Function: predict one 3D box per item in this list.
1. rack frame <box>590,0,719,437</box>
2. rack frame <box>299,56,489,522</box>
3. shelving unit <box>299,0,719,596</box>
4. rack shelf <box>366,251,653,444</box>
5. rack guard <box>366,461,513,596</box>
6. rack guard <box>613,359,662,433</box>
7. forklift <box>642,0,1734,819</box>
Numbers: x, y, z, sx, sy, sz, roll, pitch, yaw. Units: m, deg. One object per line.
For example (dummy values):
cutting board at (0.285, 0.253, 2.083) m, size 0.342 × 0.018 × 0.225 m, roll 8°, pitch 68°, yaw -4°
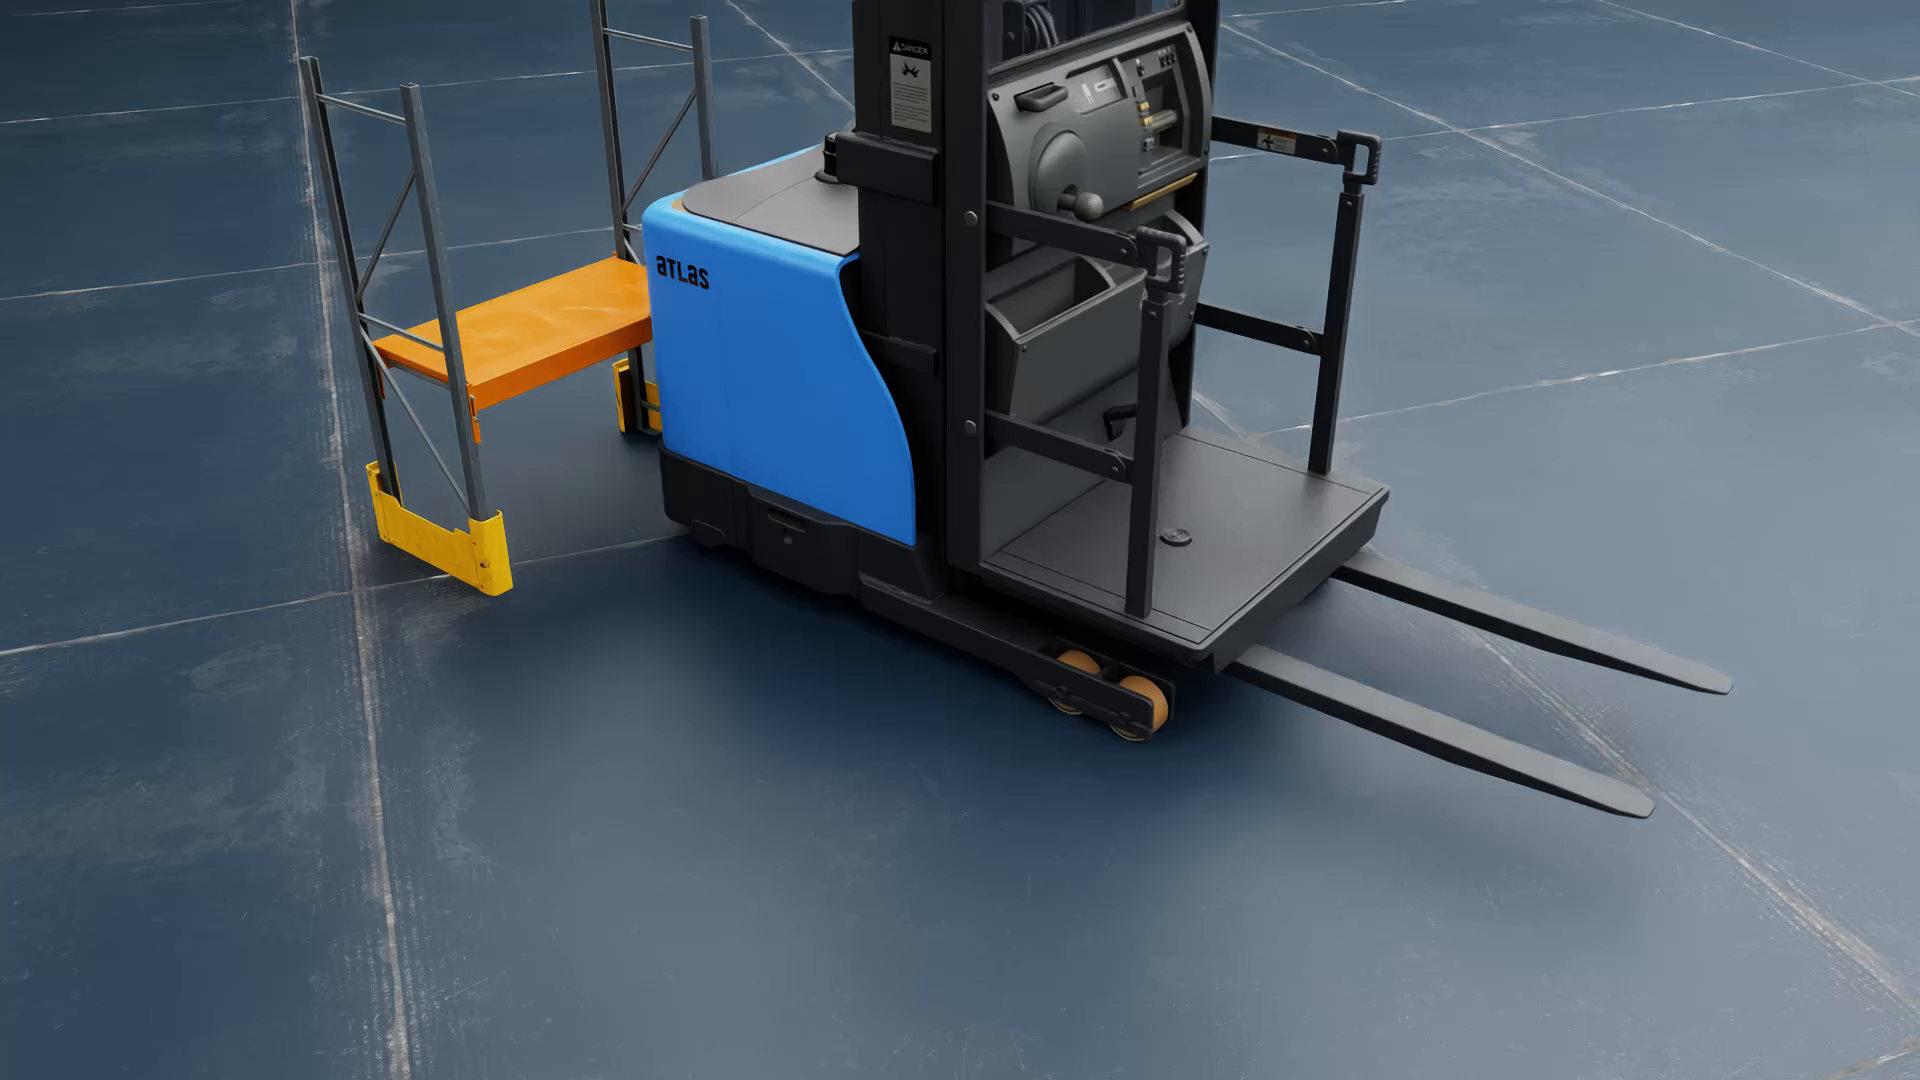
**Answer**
rack frame at (-0.958, -0.980, 5.455) m, size 0.500 × 1.500 × 0.032 m, roll 22°, pitch 36°, yaw 33°
rack frame at (-1.592, -0.587, 4.765) m, size 0.500 × 1.500 × 0.032 m, roll 22°, pitch 36°, yaw 33°
shelving unit at (-1.281, -0.780, 5.104) m, size 0.587 × 1.500 × 1.083 m, roll 22°, pitch 36°, yaw 33°
rack shelf at (-1.275, -0.627, 5.199) m, size 0.538 × 0.185 × 1.000 m, roll 22°, pitch 36°, yaw 33°
rack guard at (-1.591, -0.044, 5.075) m, size 0.587 × 0.250 × 0.087 m, roll 22°, pitch 36°, yaw 33°
rack guard at (-0.970, -0.429, 5.751) m, size 0.587 × 0.250 × 0.087 m, roll 22°, pitch 36°, yaw 33°
forklift at (0.540, -1.048, 4.129) m, size 3.031 × 2.935 × 1.130 m, roll 21°, pitch 36°, yaw 32°
